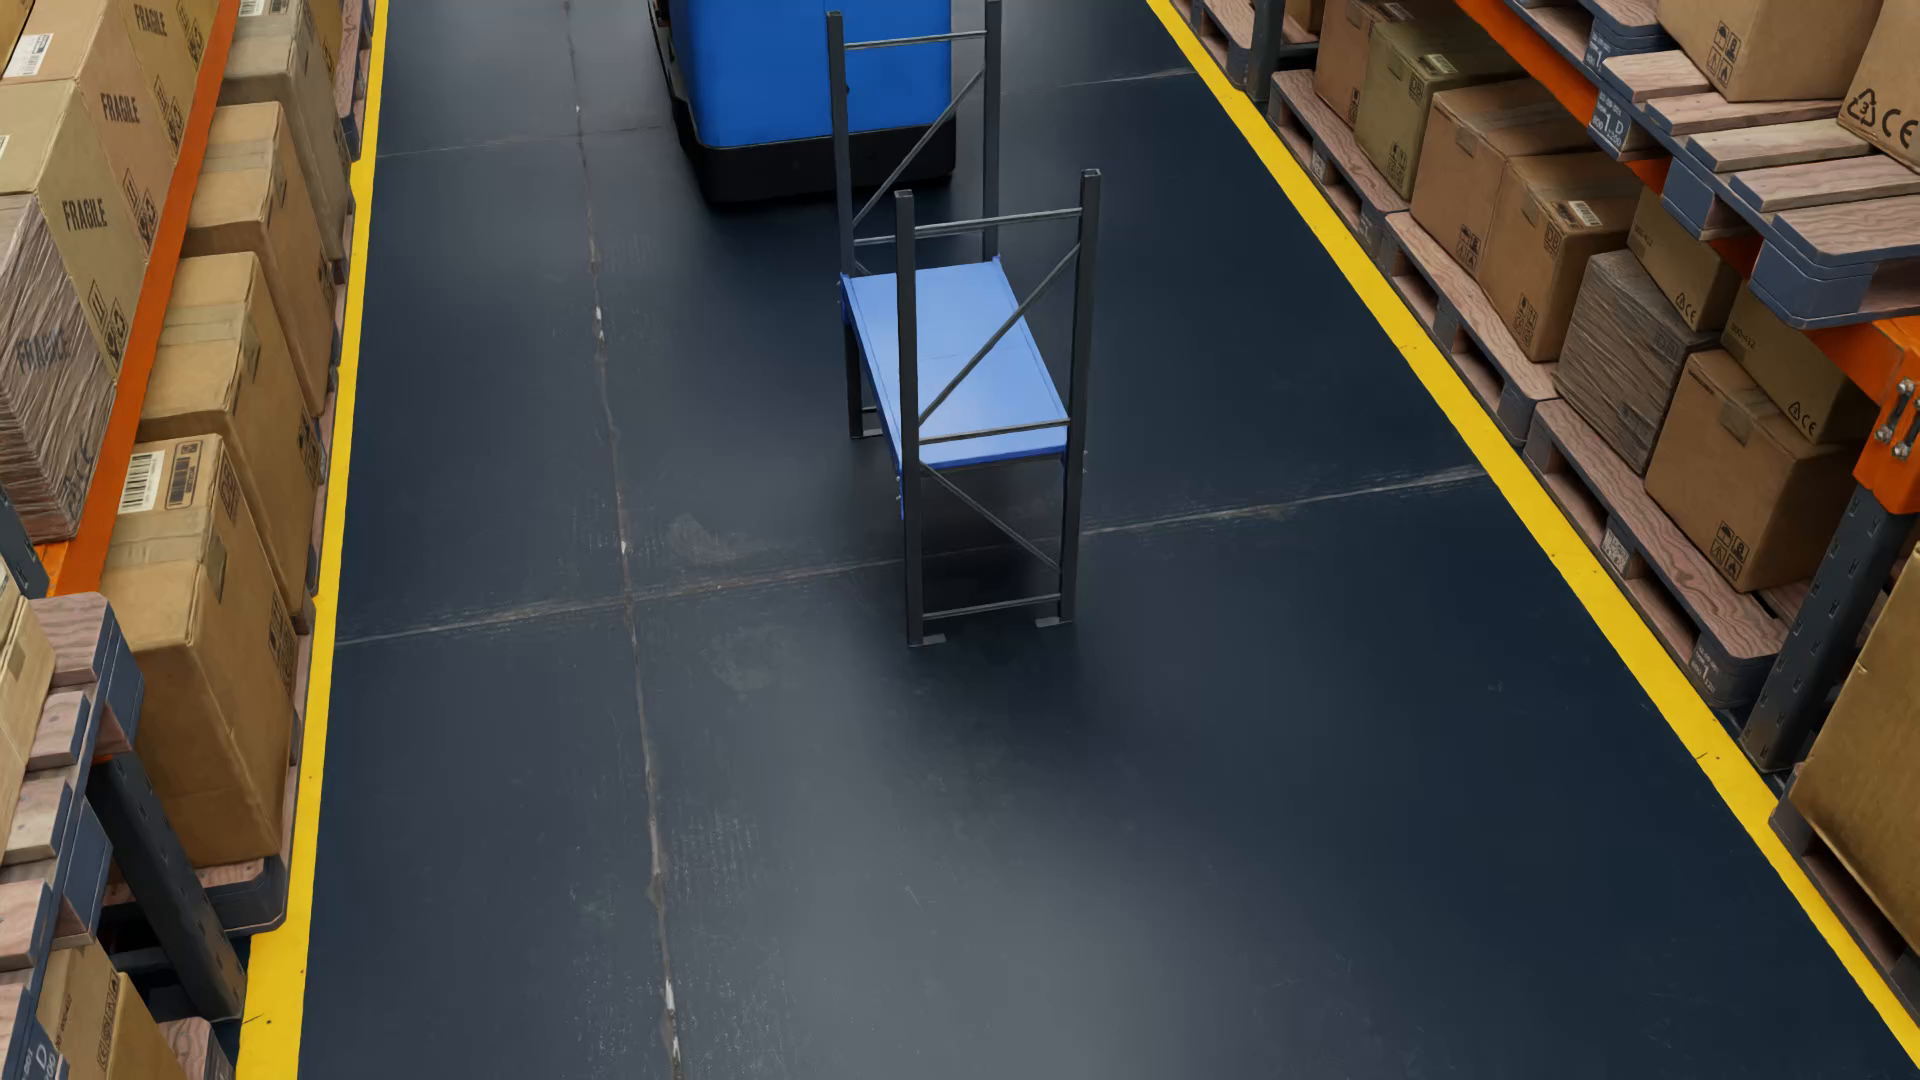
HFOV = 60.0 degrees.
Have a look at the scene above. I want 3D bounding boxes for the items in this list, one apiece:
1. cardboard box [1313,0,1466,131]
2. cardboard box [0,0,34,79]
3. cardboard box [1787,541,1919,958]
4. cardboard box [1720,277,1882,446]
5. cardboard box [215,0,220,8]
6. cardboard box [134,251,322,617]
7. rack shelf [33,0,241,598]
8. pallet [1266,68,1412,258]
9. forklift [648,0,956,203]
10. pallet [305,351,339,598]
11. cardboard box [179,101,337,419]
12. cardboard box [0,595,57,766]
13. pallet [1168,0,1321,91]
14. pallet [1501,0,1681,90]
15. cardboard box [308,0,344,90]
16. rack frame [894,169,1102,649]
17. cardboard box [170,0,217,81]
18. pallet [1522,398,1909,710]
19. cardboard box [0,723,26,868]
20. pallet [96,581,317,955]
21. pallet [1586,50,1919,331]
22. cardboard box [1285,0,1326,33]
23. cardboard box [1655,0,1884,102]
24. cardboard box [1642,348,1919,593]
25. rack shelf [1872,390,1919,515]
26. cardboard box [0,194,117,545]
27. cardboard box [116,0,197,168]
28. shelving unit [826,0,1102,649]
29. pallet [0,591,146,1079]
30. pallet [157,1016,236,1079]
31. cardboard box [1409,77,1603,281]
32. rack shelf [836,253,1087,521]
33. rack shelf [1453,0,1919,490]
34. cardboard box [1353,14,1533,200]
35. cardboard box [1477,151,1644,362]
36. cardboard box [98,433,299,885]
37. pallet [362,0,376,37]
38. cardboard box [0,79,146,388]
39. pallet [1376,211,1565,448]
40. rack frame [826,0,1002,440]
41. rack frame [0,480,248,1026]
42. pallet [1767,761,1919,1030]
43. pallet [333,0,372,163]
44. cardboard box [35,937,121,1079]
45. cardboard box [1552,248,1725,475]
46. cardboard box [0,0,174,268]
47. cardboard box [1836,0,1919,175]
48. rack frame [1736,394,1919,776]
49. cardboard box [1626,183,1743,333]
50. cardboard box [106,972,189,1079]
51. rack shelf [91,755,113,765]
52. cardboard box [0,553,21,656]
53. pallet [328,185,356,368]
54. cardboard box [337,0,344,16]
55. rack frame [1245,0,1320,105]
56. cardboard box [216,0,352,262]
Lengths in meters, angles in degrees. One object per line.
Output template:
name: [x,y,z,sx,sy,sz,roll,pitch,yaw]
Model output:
cardboard box: [1.904,-2.013,6.809,0.700,0.500,0.500,-11,43,-13]
cardboard box: [-2.520,-1.310,3.637,0.700,0.500,0.500,-9,42,-10]
cardboard box: [2.784,0.497,3.715,1.225,0.875,0.875,-10,43,-11]
cardboard box: [2.482,-0.531,4.576,0.500,0.250,0.500,-7,42,-8]
cardboard box: [-2.590,-1.949,5.110,0.500,0.500,0.500,-9,42,-10]
cardboard box: [-2.445,-0.235,4.634,1.050,0.750,0.750,-8,42,-9]
rack shelf: [-2.641,-0.973,4.629,1.077,0.370,4.000,-8,42,-9]
pallet: [1.962,-1.637,6.935,1.003,0.211,1.213,-8,42,-9]
forklift: [-0.867,-3.437,6.914,1.130,2.935,3.031,-9,42,-10]
pallet: [-2.566,-0.214,5.332,1.003,0.211,1.213,-8,42,-9]
cardboard box: [-2.646,-0.839,5.314,1.050,0.750,0.750,-8,42,-9]
cardboard box: [-1.654,0.245,2.588,0.380,0.149,0.250,-8,42,-9]
pallet: [1.613,-2.571,7.988,1.003,0.211,1.213,-8,42,-9]
pallet: [2.188,-1.797,5.159,1.003,0.211,1.213,-8,42,-9]
cardboard box: [-3.140,-2.319,6.887,0.875,0.875,0.875,-8,42,-9]
rack frame: [0.091,-0.287,4.443,0.500,1.500,0.032,-8,42,-9]
cardboard box: [-2.481,-1.621,4.741,0.500,0.500,0.500,-8,42,-9]
pallet: [2.489,-0.055,5.153,1.003,0.211,1.213,-8,42,-9]
cardboard box: [-1.602,0.406,2.406,0.380,0.149,0.250,-8,42,-9]
pallet: [-2.306,0.575,4.443,1.003,0.211,1.213,-8,42,-9]
pallet: [2.398,-0.966,4.223,1.213,0.211,1.003,-8,42,-9]
cardboard box: [1.745,-2.671,7.566,0.500,0.500,0.500,-10,42,-11]
cardboard box: [2.282,-1.477,4.263,0.700,0.500,0.500,-3,42,-3]
cardboard box: [2.492,-0.252,4.826,0.700,0.500,0.500,-10,43,-12]
rack shelf: [3.087,0.974,2.435,1.077,0.370,4.000,-8,42,-9]
cardboard box: [-2.042,-0.313,3.268,0.500,0.500,0.500,-8,42,-9]
cardboard box: [-2.369,-1.292,4.371,0.500,0.500,0.500,-9,42,-10]
shelving unit: [-0.018,-0.616,4.814,0.538,1.500,1.048,-8,42,-9]
pallet: [-1.951,0.572,2.490,1.213,0.211,1.003,-8,42,-9]
pallet: [-2.042,1.604,3.284,1.003,0.211,1.213,-8,42,-9]
cardboard box: [2.110,-1.338,6.049,0.700,0.500,0.500,-12,43,-13]
rack shelf: [-0.018,-0.482,4.934,0.538,0.185,1.000,-8,42,-9]
rack shelf: [2.224,-1.619,5.356,1.077,0.370,4.000,-8,42,-9]
cardboard box: [1.988,-1.701,6.458,0.700,0.500,0.500,-9,42,-10]
cardboard box: [2.230,-0.977,5.642,0.700,0.500,0.500,-5,42,-6]
cardboard box: [-2.253,0.331,3.996,1.050,0.750,0.750,-9,42,-10]
pallet: [-3.427,-2.792,8.237,1.003,0.211,1.213,-8,42,-9]
cardboard box: [-2.155,-0.642,3.639,0.500,0.500,0.500,-9,42,-10]
pallet: [2.229,-0.844,6.042,1.003,0.211,1.213,-8,42,-9]
rack frame: [-0.128,-0.946,5.186,0.500,1.500,0.032,-8,42,-9]
rack frame: [-2.209,0.054,2.930,1.000,3.000,0.127,-8,42,-9]
pallet: [2.752,0.974,3.994,1.003,0.211,1.213,-8,42,-9]
pallet: [-3.160,-2.000,7.344,1.003,0.211,1.213,-8,42,-9]
cardboard box: [-1.806,0.957,2.914,0.500,0.250,0.500,-9,42,-10]
cardboard box: [2.359,-0.610,5.229,0.700,0.500,0.500,-12,43,-13]
cardboard box: [-2.263,-0.969,4.007,0.500,0.500,0.500,-8,42,-9]
cardboard box: [2.500,-1.130,3.872,0.500,0.500,0.500,-13,43,-15]
rack frame: [2.656,-0.591,3.656,1.000,3.000,0.127,-8,42,-9]
cardboard box: [2.357,-0.874,4.961,0.500,0.250,0.500,-4,42,-4]
cardboard box: [-1.812,1.221,3.182,0.500,0.500,0.500,-9,42,-9]
rack shelf: [-1.777,1.619,1.708,1.077,0.370,4.000,-8,42,-9]
cardboard box: [-1.658,0.135,2.488,0.380,0.149,0.250,-8,42,-8]
pallet: [-2.832,-1.007,6.225,1.003,0.211,1.213,-8,42,-9]
cardboard box: [-3.338,-2.903,7.545,0.875,0.875,0.875,-8,42,-9]
rack frame: [1.792,-3.184,6.577,1.000,3.000,0.127,-8,42,-9]
cardboard box: [-2.851,-1.465,6.019,1.050,0.750,0.750,-9,42,-10]
